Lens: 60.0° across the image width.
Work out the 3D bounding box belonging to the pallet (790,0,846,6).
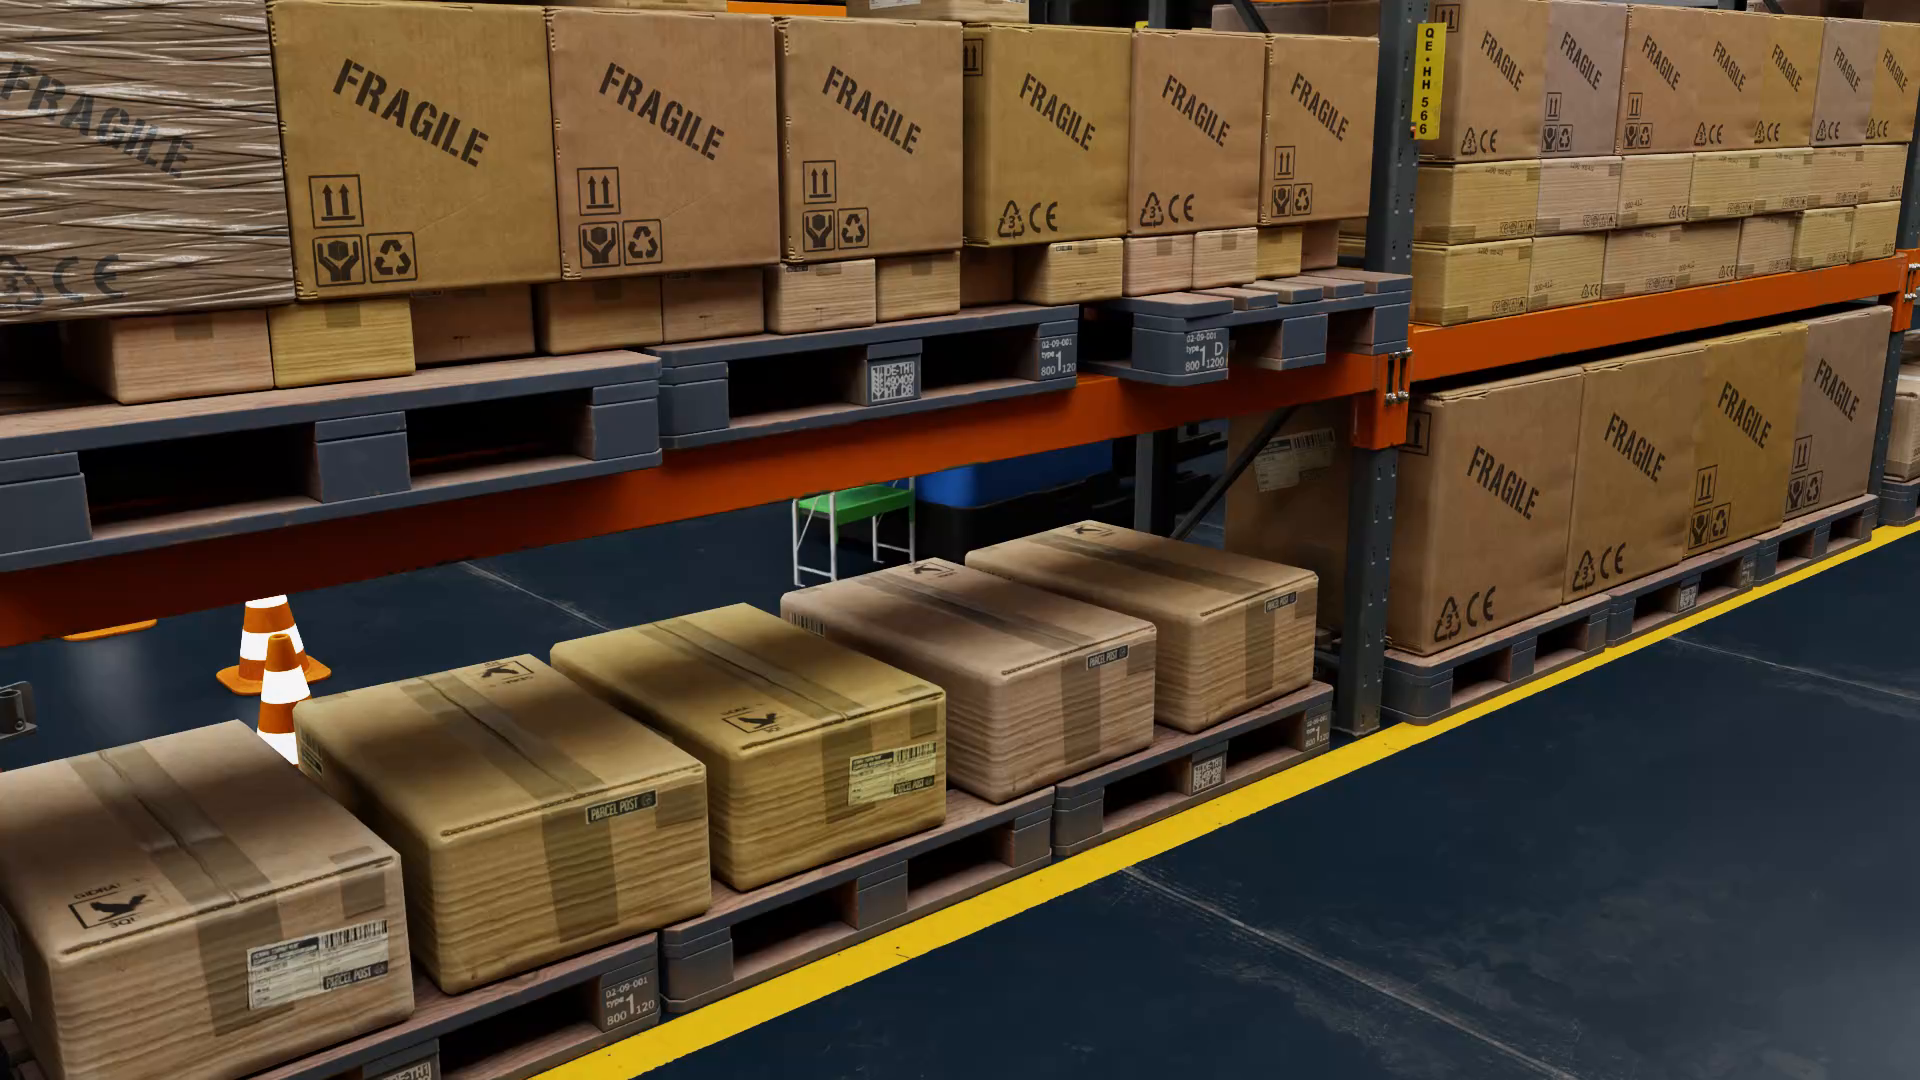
[{"bbox_3d":[-0.950,-5.269,16.024,1.213,0.211,1.003,-13,19,-39],"label":"pallet"}]

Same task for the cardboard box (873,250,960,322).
[{"bbox_3d":[-0.216,-0.616,3.917,0.250,0.149,0.380,-13,20,-41],"label":"cardboard box"}]

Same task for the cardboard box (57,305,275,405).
[{"bbox_3d":[-1.400,-0.350,2.921,0.250,0.149,0.380,-12,19,-39],"label":"cardboard box"}]

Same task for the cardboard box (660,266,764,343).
[{"bbox_3d":[-0.633,-0.530,3.596,0.250,0.149,0.380,-12,19,-39],"label":"cardboard box"}]

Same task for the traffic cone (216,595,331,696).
[{"bbox_3d":[-2.445,0.263,5.869,0.334,0.463,0.336,-13,19,-39],"label":"traffic cone"}]

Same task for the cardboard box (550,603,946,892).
[{"bbox_3d":[-0.567,0.500,4.342,0.625,0.372,0.950,-12,19,-38],"label":"cardboard box"}]

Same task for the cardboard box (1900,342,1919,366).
[{"bbox_3d":[5.230,-0.794,9.060,0.875,0.438,0.875,-13,20,-41],"label":"cardboard box"}]

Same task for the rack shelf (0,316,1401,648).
[{"bbox_3d":[-0.515,-0.228,4.183,4.000,0.370,1.077,-13,19,-39],"label":"rack shelf"}]

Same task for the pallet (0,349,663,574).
[{"bbox_3d":[-1.352,-0.245,3.225,1.213,0.211,1.003,-13,19,-39],"label":"pallet"}]

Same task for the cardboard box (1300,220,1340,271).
[{"bbox_3d":[0.901,-0.894,4.958,0.250,0.149,0.380,-12,19,-37],"label":"cardboard box"}]

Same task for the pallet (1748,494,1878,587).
[{"bbox_3d":[3.478,-0.099,7.711,1.213,0.211,1.003,-13,19,-39],"label":"pallet"}]

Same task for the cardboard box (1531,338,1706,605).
[{"bbox_3d":[2.245,-0.341,6.519,0.875,0.875,0.875,-12,19,-39],"label":"cardboard box"}]

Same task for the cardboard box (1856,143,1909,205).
[{"bbox_3d":[3.838,-1.639,7.394,0.500,0.250,0.500,-13,20,-39],"label":"cardboard box"}]

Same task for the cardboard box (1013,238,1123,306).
[{"bbox_3d":[0.192,-0.693,4.204,0.250,0.149,0.380,-12,19,-38],"label":"cardboard box"}]

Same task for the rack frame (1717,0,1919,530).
[{"bbox_3d":[4.011,-1.591,7.896,0.127,3.000,1.000,-13,19,-39],"label":"rack frame"}]

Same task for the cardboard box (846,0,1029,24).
[{"bbox_3d":[-0.056,-1.290,3.926,0.250,0.149,0.380,-14,20,-42],"label":"cardboard box"}]

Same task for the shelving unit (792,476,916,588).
[{"bbox_3d":[-0.446,-0.417,6.985,0.258,1.200,0.503,12,19,38],"label":"shelving unit"}]

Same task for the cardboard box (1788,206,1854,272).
[{"bbox_3d":[3.453,-1.308,7.125,0.500,0.250,0.500,-13,20,-40],"label":"cardboard box"}]

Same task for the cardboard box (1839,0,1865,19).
[{"bbox_3d":[4.305,-2.574,8.185,0.250,0.149,0.380,-12,19,-38],"label":"cardboard box"}]

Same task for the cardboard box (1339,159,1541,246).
[{"bbox_3d":[1.538,-1.121,5.455,0.500,0.250,0.500,-13,20,-40],"label":"cardboard box"}]

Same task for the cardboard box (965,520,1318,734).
[{"bbox_3d":[0.561,0.247,5.293,0.625,0.372,0.950,-14,21,-43],"label":"cardboard box"}]

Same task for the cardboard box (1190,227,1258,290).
[{"bbox_3d":[0.585,-0.783,4.542,0.250,0.149,0.380,-13,20,-40],"label":"cardboard box"}]

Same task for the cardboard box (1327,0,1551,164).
[{"bbox_3d":[1.526,-1.481,5.351,0.500,0.500,0.500,-14,20,-41],"label":"cardboard box"}]

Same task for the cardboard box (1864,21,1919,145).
[{"bbox_3d":[3.839,-1.998,7.287,0.500,0.500,0.500,-12,19,-38],"label":"cardboard box"}]

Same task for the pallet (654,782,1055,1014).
[{"bbox_3d":[-0.517,0.771,4.454,1.213,0.211,1.003,-13,19,-39],"label":"pallet"}]

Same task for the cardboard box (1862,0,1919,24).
[{"bbox_3d":[4.419,-2.439,7.681,0.250,0.149,0.380,-13,20,-40],"label":"cardboard box"}]

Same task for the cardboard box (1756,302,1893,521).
[{"bbox_3d":[3.596,-0.647,7.664,0.875,0.875,0.875,-12,19,-38],"label":"cardboard box"}]

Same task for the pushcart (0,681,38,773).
[{"bbox_3d":[-3.559,0.595,4.790,1.648,0.377,0.936,8,17,28],"label":"pushcart"}]

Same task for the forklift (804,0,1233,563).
[{"bbox_3d":[0.613,-1.623,8.147,1.130,2.935,3.031,12,19,38],"label":"forklift"}]

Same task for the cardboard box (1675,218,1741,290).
[{"bbox_3d":[2.673,-1.138,6.488,0.500,0.250,0.500,-13,19,-39],"label":"cardboard box"}]

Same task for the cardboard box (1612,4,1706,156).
[{"bbox_3d":[2.294,-1.652,5.990,0.500,0.500,0.500,-12,19,-38],"label":"cardboard box"}]

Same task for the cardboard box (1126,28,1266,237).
[{"bbox_3d":[0.450,-1.088,4.427,0.500,0.500,0.500,-13,20,-40],"label":"cardboard box"}]

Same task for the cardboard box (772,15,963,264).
[{"bbox_3d":[-0.342,-0.910,3.760,0.500,0.500,0.500,-14,20,-42],"label":"cardboard box"}]

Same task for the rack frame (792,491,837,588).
[{"bbox_3d":[-0.603,-0.368,6.804,0.240,1.200,0.015,12,19,38],"label":"rack frame"}]

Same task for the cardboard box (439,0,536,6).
[{"bbox_3d":[-1.121,-1.237,3.728,0.250,0.149,0.380,-14,20,-42],"label":"cardboard box"}]

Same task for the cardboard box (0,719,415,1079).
[{"bbox_3d":[-1.630,0.741,3.441,0.625,0.372,0.950,-12,19,-39],"label":"cardboard box"}]

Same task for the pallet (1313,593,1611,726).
[{"bbox_3d":[1.638,0.314,6.164,1.213,0.211,1.003,-13,19,-39],"label":"pallet"}]

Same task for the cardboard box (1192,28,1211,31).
[{"bbox_3d":[1.567,-3.333,11.707,0.500,0.500,0.500,-13,20,-41],"label":"cardboard box"}]

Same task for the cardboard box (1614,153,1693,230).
[{"bbox_3d":[2.312,-1.290,6.089,0.500,0.250,0.500,-13,20,-40],"label":"cardboard box"}]

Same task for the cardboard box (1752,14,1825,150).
[{"bbox_3d":[3.058,-1.827,6.647,0.500,0.500,0.500,-12,19,-38],"label":"cardboard box"}]

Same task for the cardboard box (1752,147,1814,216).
[{"bbox_3d":[3.079,-1.464,6.738,0.500,0.250,0.500,-12,19,-38],"label":"cardboard box"}]

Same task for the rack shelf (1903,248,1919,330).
[{"bbox_3d":[5.520,-1.583,9.257,4.000,0.370,1.077,-13,19,-39],"label":"rack shelf"}]

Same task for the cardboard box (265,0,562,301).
[{"bbox_3d":[-1.105,-0.740,3.123,0.500,0.500,0.500,-13,19,-39],"label":"cardboard box"}]

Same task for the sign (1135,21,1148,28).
[{"bbox_3d":[0.627,-1.581,5.612,0.005,0.325,0.100,-13,19,-39],"label":"sign"}]

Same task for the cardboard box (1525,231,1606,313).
[{"bbox_3d":[1.903,-0.966,5.844,0.500,0.250,0.500,-13,20,-41],"label":"cardboard box"}]

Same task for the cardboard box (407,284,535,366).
[{"bbox_3d":[-1.042,-0.453,3.308,0.250,0.149,0.380,-11,19,-36],"label":"cardboard box"}]

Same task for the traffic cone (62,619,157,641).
[{"bbox_3d":[-3.347,0.110,6.443,0.334,0.463,0.336,-13,19,-39],"label":"traffic cone"}]

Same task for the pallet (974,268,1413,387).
[{"bbox_3d":[0.526,-0.680,4.854,1.003,0.211,1.213,-13,19,-39],"label":"pallet"}]
